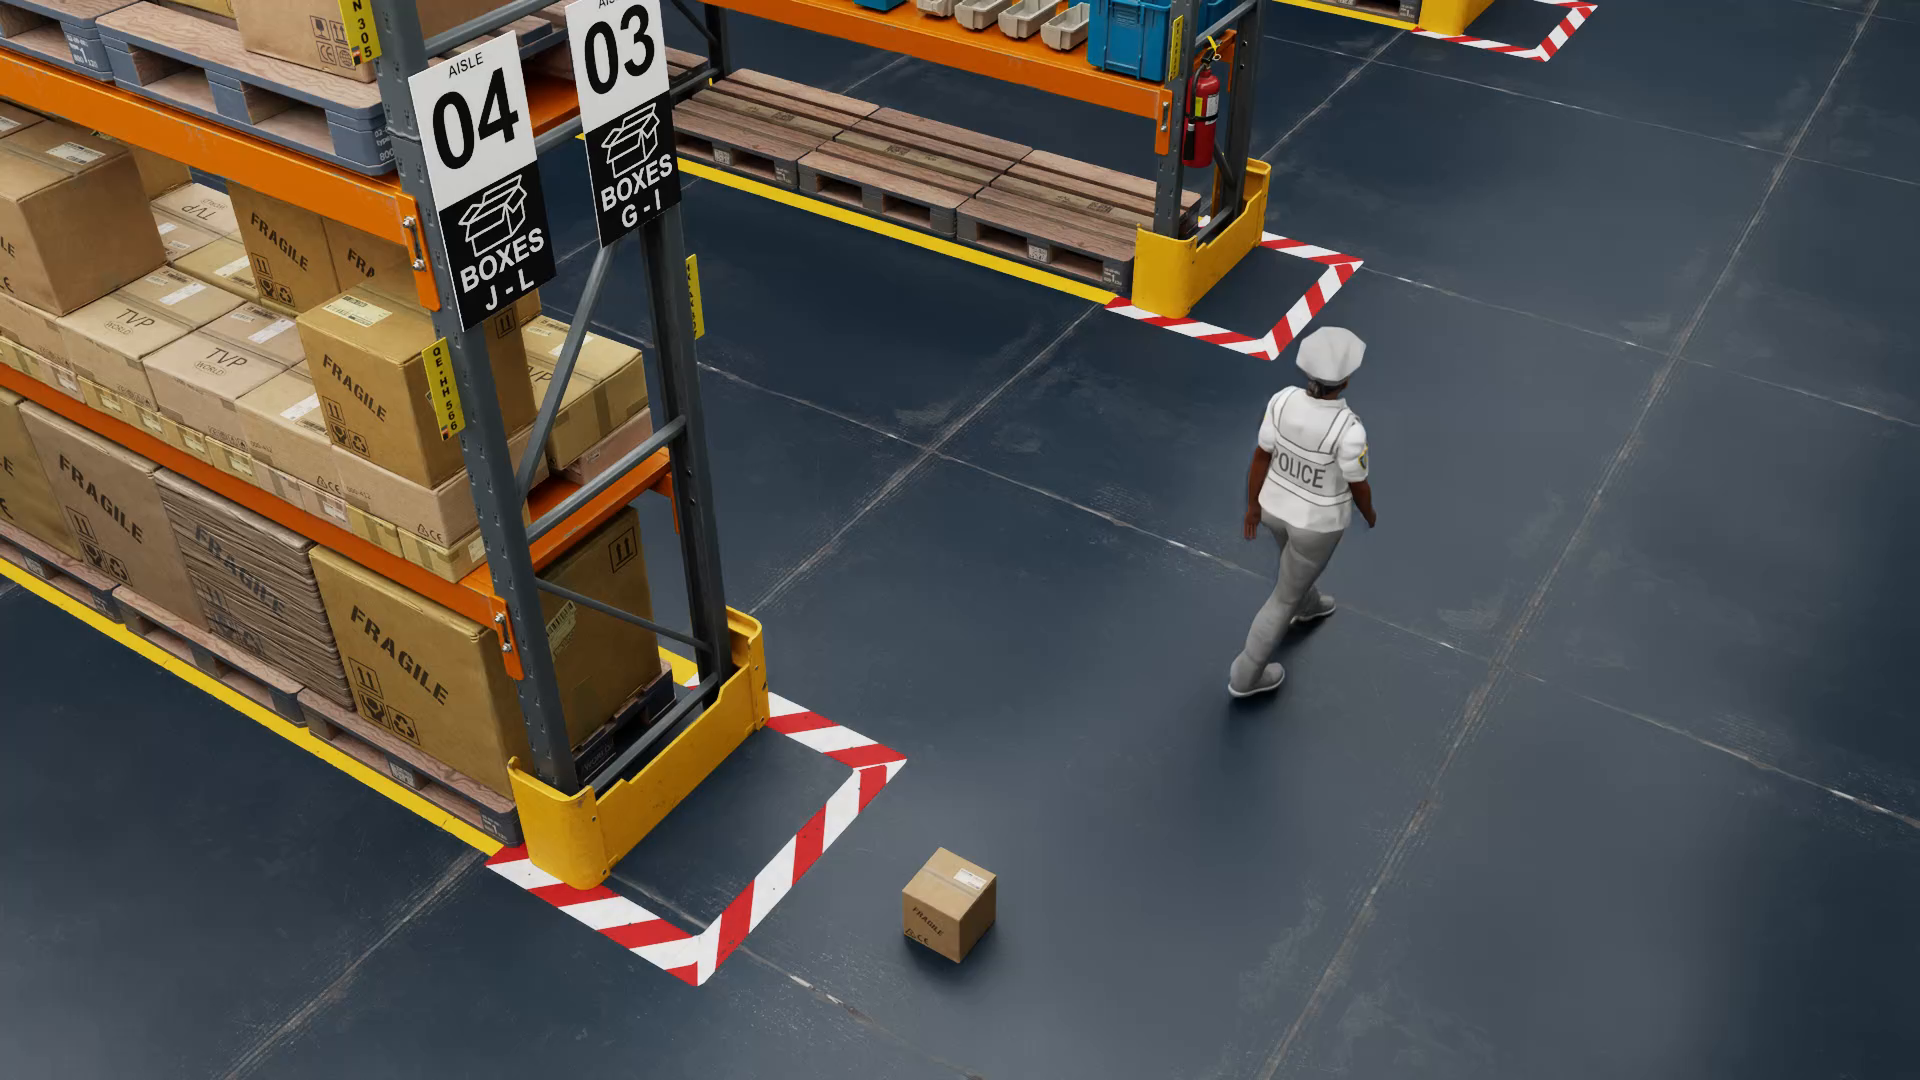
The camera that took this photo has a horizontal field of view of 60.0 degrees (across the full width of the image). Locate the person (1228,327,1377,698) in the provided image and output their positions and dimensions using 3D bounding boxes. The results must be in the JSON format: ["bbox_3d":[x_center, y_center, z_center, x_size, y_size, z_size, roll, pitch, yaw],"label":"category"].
[{"bbox_3d":[1.463,-0.136,6.824,0.858,1.683,0.460,-29,47,-31],"label":"person"}]
